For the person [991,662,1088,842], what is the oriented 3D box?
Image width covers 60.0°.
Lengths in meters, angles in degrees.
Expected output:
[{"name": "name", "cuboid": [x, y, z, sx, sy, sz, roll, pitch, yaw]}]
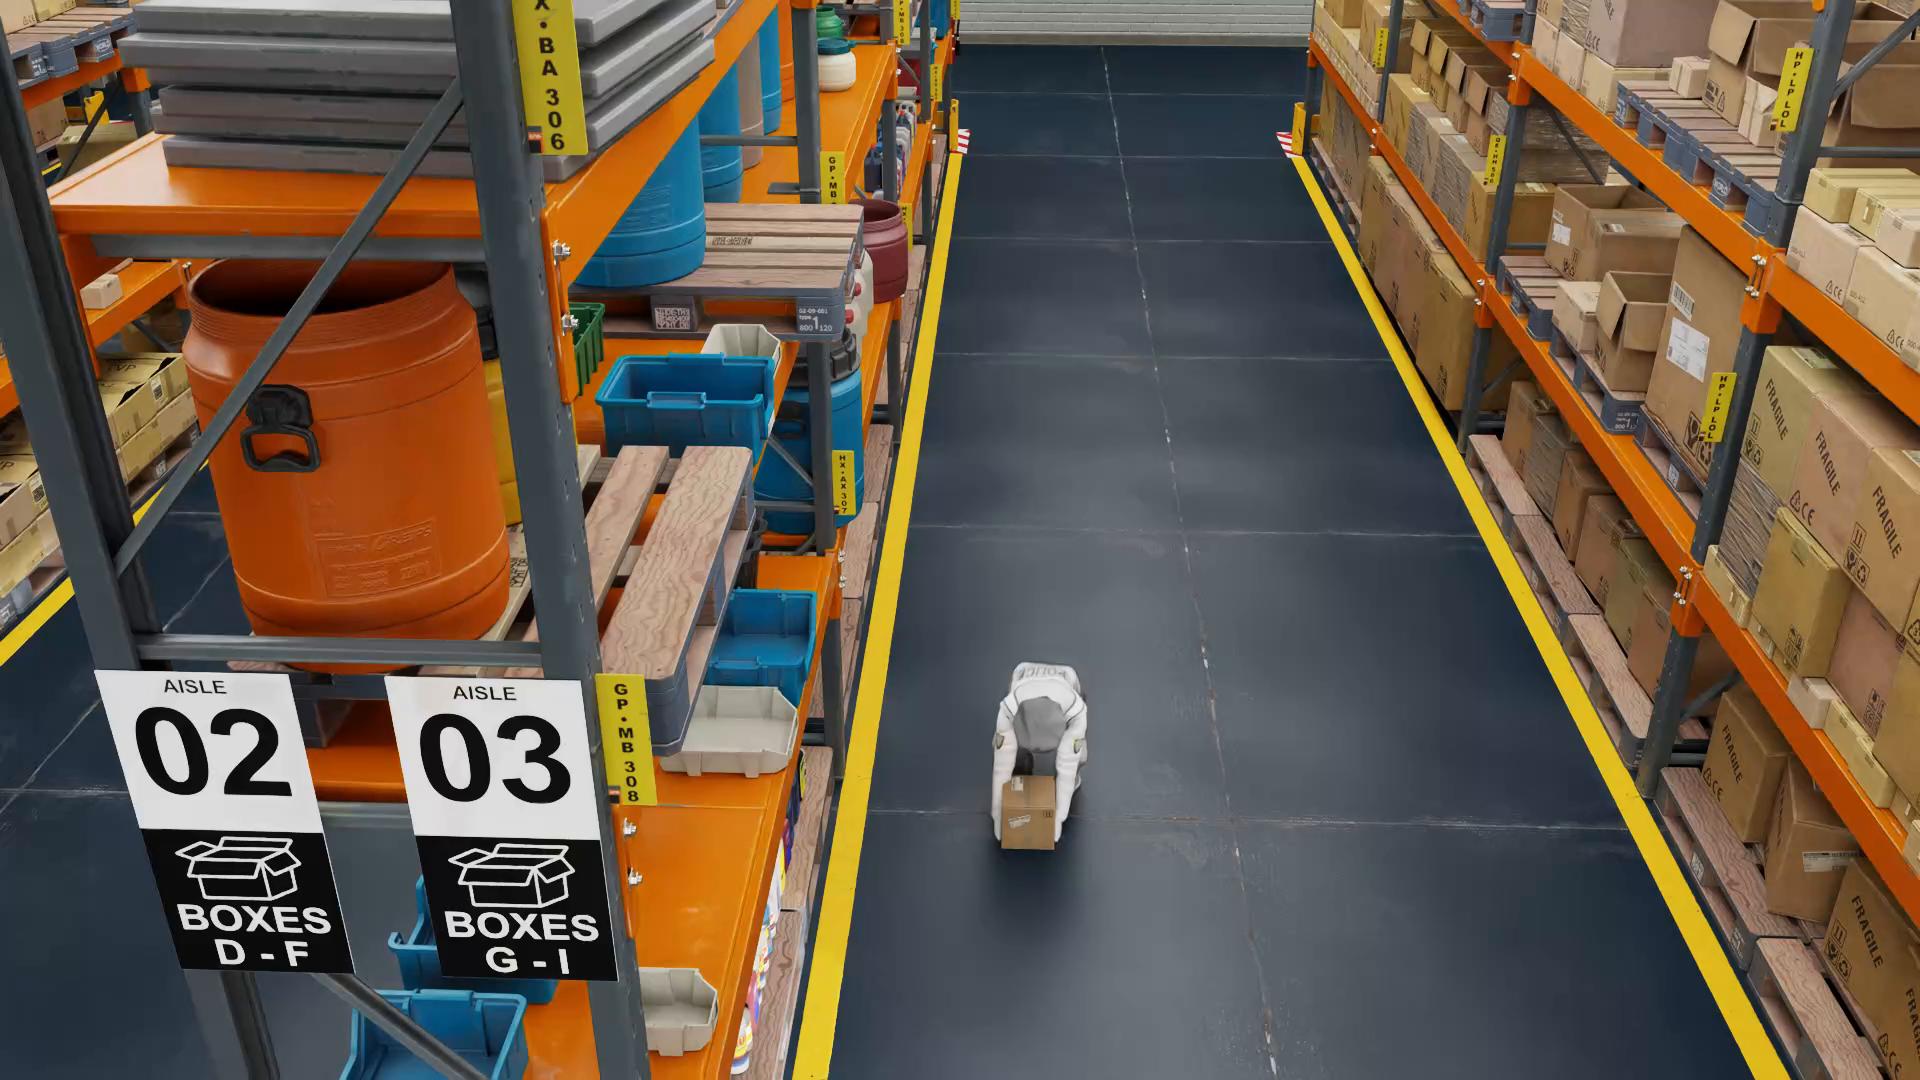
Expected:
[{"name": "person", "cuboid": [0.396, 0.959, 8.067, 0.464, 0.841, 0.892, 5, 29, 9]}]
